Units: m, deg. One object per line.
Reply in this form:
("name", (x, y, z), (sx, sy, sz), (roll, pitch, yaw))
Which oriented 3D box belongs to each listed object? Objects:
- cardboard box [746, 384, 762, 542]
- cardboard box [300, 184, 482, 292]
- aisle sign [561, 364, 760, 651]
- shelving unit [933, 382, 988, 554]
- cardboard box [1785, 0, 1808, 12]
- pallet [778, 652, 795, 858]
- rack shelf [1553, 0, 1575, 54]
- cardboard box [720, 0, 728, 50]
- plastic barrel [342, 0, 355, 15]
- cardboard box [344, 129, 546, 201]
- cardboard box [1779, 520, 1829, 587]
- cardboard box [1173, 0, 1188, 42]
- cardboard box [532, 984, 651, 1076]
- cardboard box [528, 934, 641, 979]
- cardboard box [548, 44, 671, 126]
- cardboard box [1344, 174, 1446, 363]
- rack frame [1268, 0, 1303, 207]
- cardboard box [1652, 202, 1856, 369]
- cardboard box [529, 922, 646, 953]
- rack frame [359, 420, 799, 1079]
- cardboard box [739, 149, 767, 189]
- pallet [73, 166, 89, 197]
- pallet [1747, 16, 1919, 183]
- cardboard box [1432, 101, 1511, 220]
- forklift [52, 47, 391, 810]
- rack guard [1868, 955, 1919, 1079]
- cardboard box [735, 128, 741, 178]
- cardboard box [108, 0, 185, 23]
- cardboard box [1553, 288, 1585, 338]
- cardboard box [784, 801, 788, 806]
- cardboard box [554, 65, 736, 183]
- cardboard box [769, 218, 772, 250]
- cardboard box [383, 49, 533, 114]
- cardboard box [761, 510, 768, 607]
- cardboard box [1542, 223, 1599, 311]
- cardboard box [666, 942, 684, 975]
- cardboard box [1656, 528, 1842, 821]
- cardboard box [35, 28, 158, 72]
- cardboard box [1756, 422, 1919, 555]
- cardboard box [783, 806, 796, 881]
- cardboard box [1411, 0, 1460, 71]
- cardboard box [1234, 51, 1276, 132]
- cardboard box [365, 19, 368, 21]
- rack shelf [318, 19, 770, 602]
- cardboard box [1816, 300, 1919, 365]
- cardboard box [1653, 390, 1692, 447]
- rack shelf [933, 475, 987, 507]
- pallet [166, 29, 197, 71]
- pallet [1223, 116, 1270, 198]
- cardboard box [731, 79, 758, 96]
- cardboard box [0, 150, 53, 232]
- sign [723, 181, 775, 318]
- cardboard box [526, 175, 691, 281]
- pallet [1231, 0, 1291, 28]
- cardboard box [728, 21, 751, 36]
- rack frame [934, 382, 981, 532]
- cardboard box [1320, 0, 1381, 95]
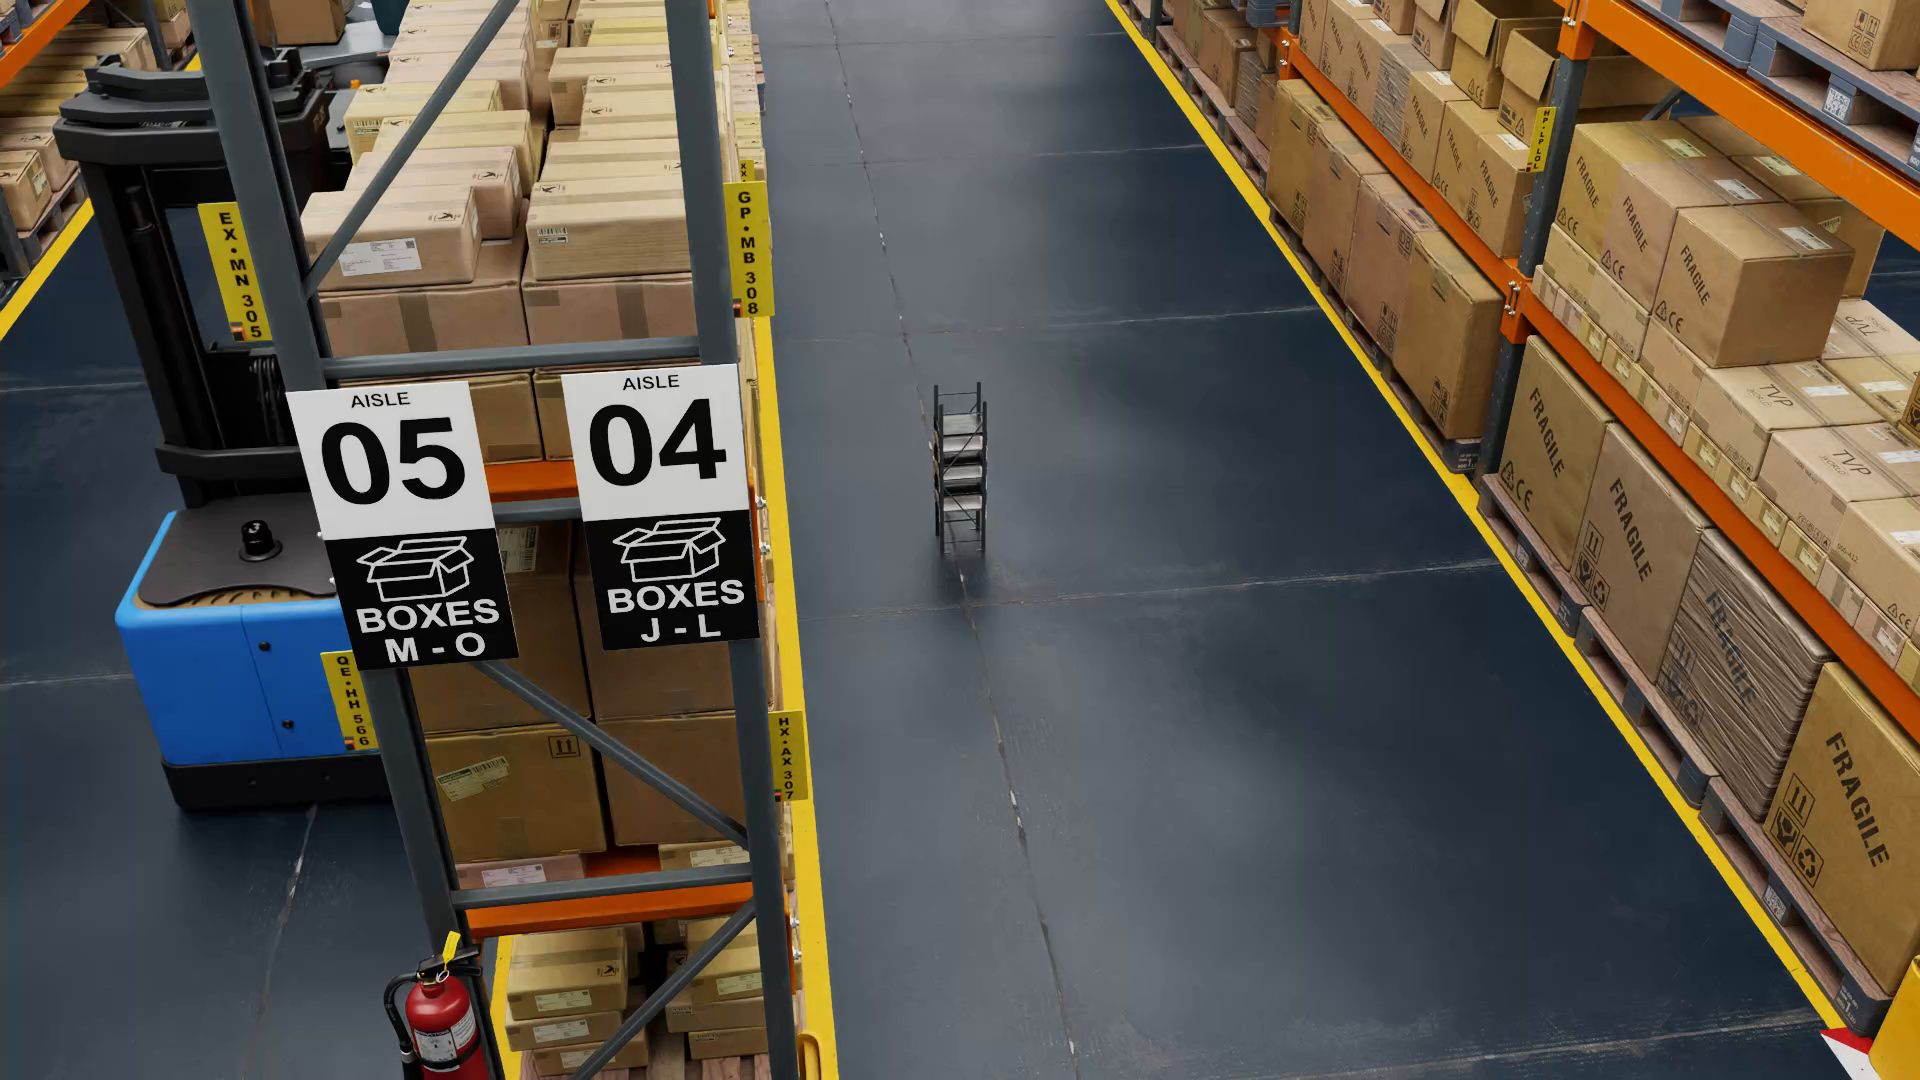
("cardboard box", (-0.884, -0.134, 5.171), (0.500, 0.500, 0.500), (-3, 34, -5))
("cardboard box", (-1.348, -0.717, 3.939), (0.380, 0.149, 0.250), (-5, 35, -7))
("aisle sign", (-0.705, -0.061, 3.996), (0.394, 0.787, 0.004), (-4, 35, -6))
("shelving unit", (0.001, -0.367, 8.619), (0.258, 0.900, 0.210), (-4, 35, -6))
("cardboard box", (3.611, -2.319, 6.404), (0.700, 0.500, 0.500), (-3, 34, -4))
("pallet", (-1.258, 0.970, 7.268), (1.003, 0.211, 1.213), (-4, 35, -6))
("rack shelf", (3.109, -3.615, 9.494), (1.077, 0.370, 4.000), (-4, 35, -6))
("cardboard box", (-1.217, -2.161, 6.856), (0.500, 0.250, 0.500), (-4, 34, -5))
("plastic barrel", (-6.278, -5.400, 16.426), (0.512, 0.421, 0.421), (20, 39, 26))
("cardboard box", (-1.396, -0.912, 4.579), (0.500, 0.250, 0.500), (-5, 35, -8))
("cardboard box", (3.403, 0.036, 6.385), (0.380, 0.149, 0.250), (-5, 35, -7))
("cardboard box", (2.364, -4.825, 15.124), (0.700, 0.500, 0.500), (-7, 35, -10))
("cardboard box", (-1.290, 1.722, 5.847), (0.380, 0.149, 0.250), (-4, 34, -6))
("cardboard box", (-1.348, 1.454, 5.976), (0.380, 0.149, 0.250), (-5, 35, -7))
("cardboard box", (-0.982, -1.324, 4.829), (0.380, 0.149, 0.250), (-3, 34, -5))
("cardboard box", (3.151, -1.706, 10.232), (1.225, 0.875, 0.875), (-6, 35, -8))
("rack frame", (2.840, -3.788, 11.774), (1.000, 3.000, 0.127), (-4, 35, -6))
("cardboard box", (3.322, -1.075, 6.996), (0.500, 0.500, 0.500), (-5, 35, -8))
("cardboard box", (-1.312, 1.333, 5.889), (0.380, 0.149, 0.250), (-4, 34, -5))
("rack frame", (-1.012, 0.995, 4.755), (1.000, 3.000, 0.127), (-4, 35, -6))
("cardboard box", (-1.147, -1.807, 8.189), (0.380, 0.149, 0.250), (-3, 34, -4))
("pallet", (-7.244, -3.001, 13.095), (1.003, 0.211, 1.213), (-4, 35, -6))
("pallet", (3.639, -1.623, 6.011), (1.003, 0.211, 1.213), (-4, 35, -6))
("cardboard box", (2.985, -2.115, 9.229), (0.500, 0.500, 0.500), (-3, 34, -5))
("forklift", (-2.996, -0.878, 7.564), (1.130, 2.935, 3.031), (-3, 34, -5))
("rack guard", (3.919, 1.722, 5.908), (1.175, 0.500, 0.348), (-4, 35, -6))
("cardboard box", (-1.219, -1.573, 7.282), (0.500, 0.500, 0.500), (-6, 35, -8))
("cardboard box", (-7.329, -4.967, 14.906), (0.500, 0.500, 0.500), (-3, 34, -4))
("cardboard box", (3.124, -1.116, 8.075), (0.380, 0.149, 0.250), (-5, 35, -8))
("cardboard box", (-0.857, 1.127, 6.456), (0.380, 0.149, 0.250), (-3, 34, -5))
("cardboard box", (-0.941, -1.228, 5.042), (0.500, 0.250, 0.500), (-4, 34, -6))
("cardboard box", (-1.147, -1.561, 8.356), (0.380, 0.149, 0.250), (-6, 35, -9))
("cardboard box", (-1.437, -1.290, 4.780), (0.380, 0.149, 0.250), (-5, 35, -7))
("cardboard box", (-0.950, -0.012, 5.879), (0.500, 0.500, 0.500), (-4, 34, -6))
("cardboard box", (3.182, -1.335, 8.043), (0.500, 0.250, 0.500), (-5, 35, -7))
("cardboard box", (-0.882, 1.543, 6.109), (0.380, 0.149, 0.250), (-5, 35, -7))
("cardboard box", (3.628, 0.521, 6.964), (0.875, 0.875, 0.875), (-4, 35, -6))
("cardboard box", (-7.445, -4.065, 14.141), (0.950, 0.372, 0.625), (-4, 34, -6))
("cardboard box", (3.452, -0.203, 6.381), (0.500, 0.250, 0.500), (-5, 35, -8))
("cardboard box", (-0.809, 1.141, 6.172), (0.380, 0.149, 0.250), (-4, 35, -7))
("cardboard box", (3.104, -3.097, 9.781), (0.797, 0.503, 0.637), (-3, 34, -5))
("cardboard box", (2.643, -3.618, 13.353), (0.700, 0.500, 0.500), (-7, 35, -10))
("cardboard box", (-5.500, -4.757, 15.624), (0.396, 0.266, 0.258), (27, 43, 34))
("rack shelf", (-1.281, -1.063, 5.750), (1.077, 0.370, 4.000), (-4, 35, -6))
("cardboard box", (3.838, -0.817, 7.283), (0.500, 0.250, 0.500), (-4, 34, -5))
("cardboard box", (3.263, -0.539, 7.229), (0.380, 0.149, 0.250), (-4, 34, -6))
("rack shelf", (0.001, -0.265, 8.688), (0.258, 0.077, 0.200), (-4, 35, -6))
("pallet", (-7.643, -4.490, 15.279), (1.003, 0.211, 1.213), (-4, 35, -6))
("pallet", (2.737, -3.072, 13.199), (1.003, 0.211, 1.213), (-4, 35, -6))
("cardboard box", (-1.289, -2.388, 9.041), (0.380, 0.149, 0.250), (-5, 35, -7))
("cardboard box", (-7.046, -2.442, 11.758), (0.950, 0.372, 0.625), (-7, 35, -10))
("sign", (-0.475, -0.647, 3.724), (0.100, 0.325, 0.005), (-4, 35, -6))
("cardboard box", (-0.830, -0.752, 3.990), (0.380, 0.149, 0.250), (-5, 35, -7))
("pallet", (2.639, -4.099, 12.400), (1.213, 0.211, 1.003), (-4, 35, -6))
("cardboard box", (-1.435, -2.976, 9.903), (0.380, 0.149, 0.250), (-4, 35, -6))
("rack frame", (-0.013, -0.424, 8.702), (0.240, 0.900, 0.006), (-4, 35, -6))
("cardboard box", (2.708, -3.250, 10.896), (0.500, 0.500, 0.500), (-5, 35, -8))
